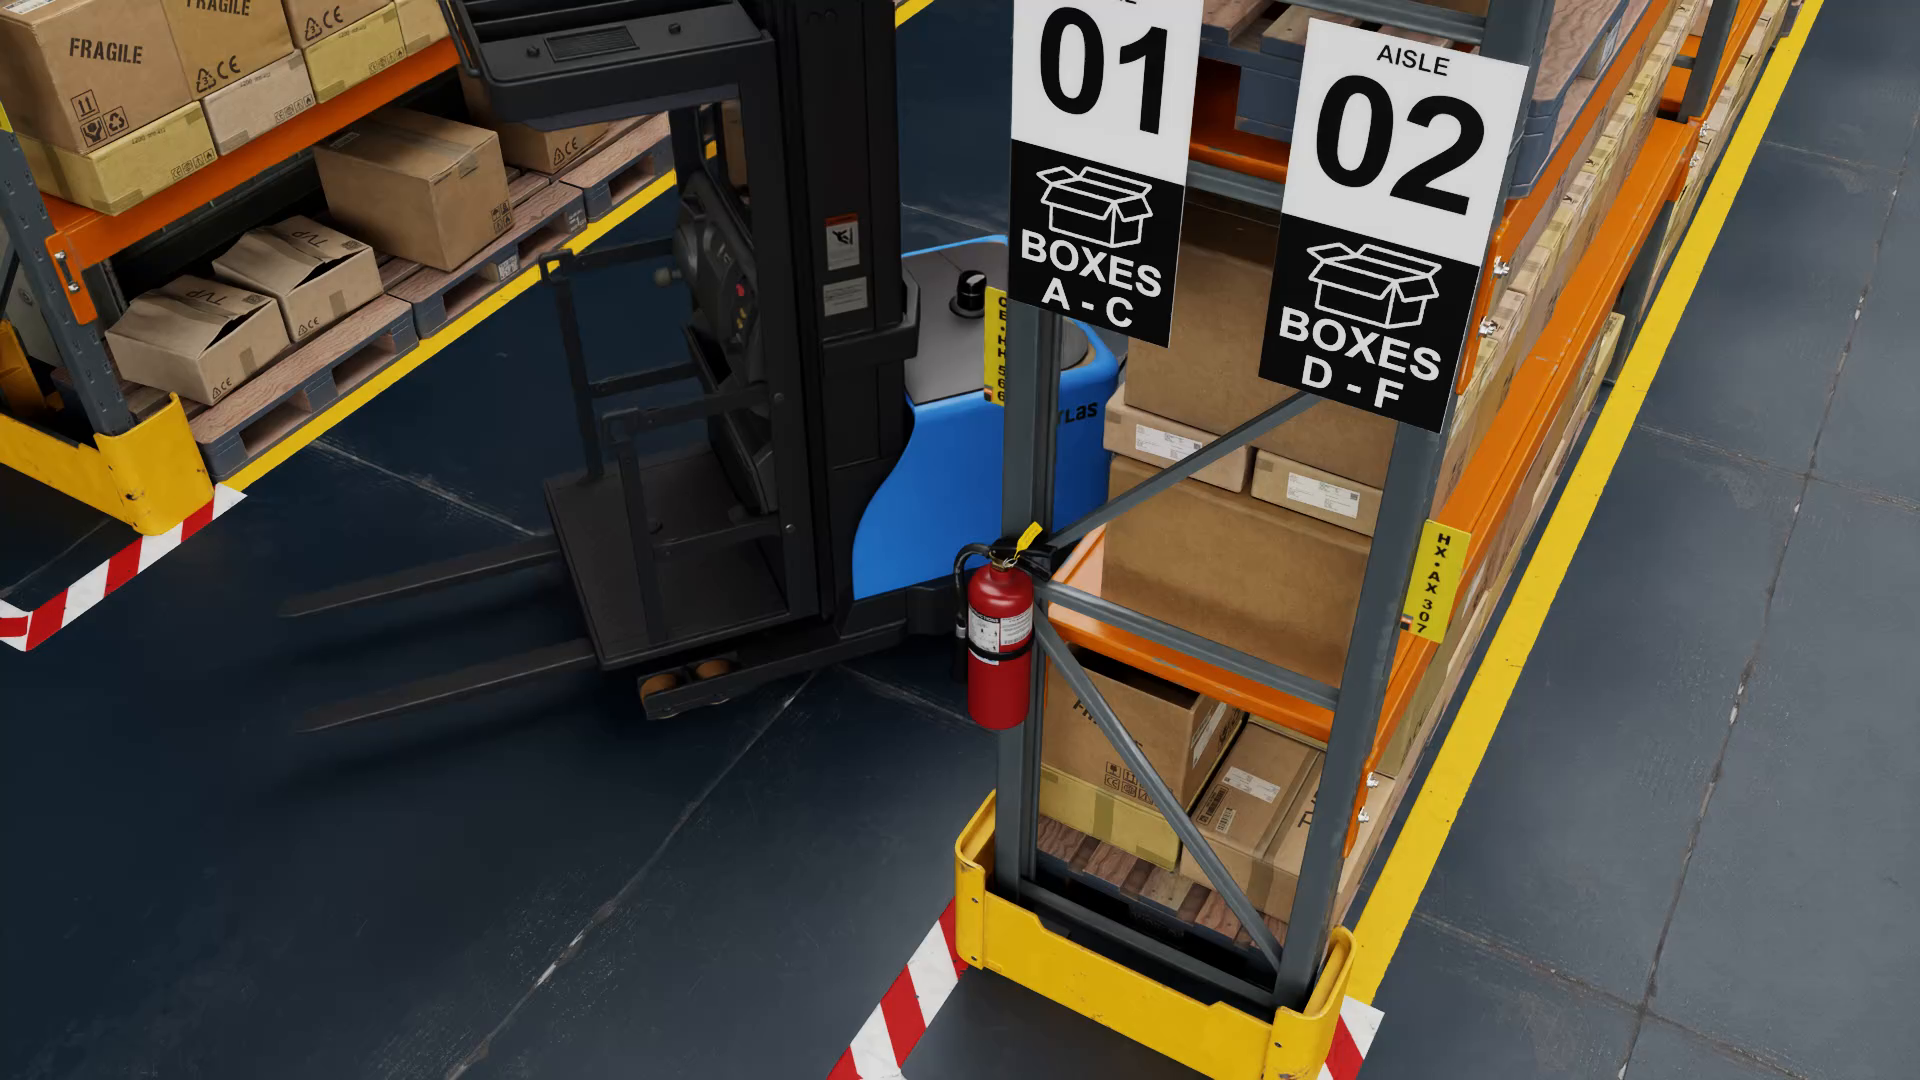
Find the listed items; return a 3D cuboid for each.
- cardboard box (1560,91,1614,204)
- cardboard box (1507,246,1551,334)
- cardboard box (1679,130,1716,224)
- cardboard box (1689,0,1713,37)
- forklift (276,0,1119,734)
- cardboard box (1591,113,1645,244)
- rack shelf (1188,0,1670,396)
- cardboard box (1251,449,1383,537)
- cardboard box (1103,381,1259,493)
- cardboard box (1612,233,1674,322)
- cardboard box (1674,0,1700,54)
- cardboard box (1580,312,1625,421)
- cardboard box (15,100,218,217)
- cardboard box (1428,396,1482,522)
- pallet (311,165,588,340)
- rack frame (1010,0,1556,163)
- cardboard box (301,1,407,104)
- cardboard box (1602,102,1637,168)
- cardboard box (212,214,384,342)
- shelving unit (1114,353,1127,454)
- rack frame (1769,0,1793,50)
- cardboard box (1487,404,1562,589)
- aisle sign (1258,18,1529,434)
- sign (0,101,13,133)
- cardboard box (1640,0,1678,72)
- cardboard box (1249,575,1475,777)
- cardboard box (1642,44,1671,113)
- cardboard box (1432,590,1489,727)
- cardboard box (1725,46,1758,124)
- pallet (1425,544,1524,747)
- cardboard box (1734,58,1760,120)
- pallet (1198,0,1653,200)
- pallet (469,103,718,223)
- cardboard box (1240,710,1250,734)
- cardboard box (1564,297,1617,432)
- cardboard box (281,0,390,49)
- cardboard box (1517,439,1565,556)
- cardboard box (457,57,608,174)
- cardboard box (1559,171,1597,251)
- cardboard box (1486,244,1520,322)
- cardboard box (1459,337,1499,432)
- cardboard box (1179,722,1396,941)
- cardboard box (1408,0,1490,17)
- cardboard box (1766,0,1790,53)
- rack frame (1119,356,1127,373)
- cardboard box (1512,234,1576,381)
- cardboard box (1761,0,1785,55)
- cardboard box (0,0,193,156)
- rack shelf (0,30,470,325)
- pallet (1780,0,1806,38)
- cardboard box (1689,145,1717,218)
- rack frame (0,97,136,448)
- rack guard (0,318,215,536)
[{"bbox_3d":[1.597,-1.434,5.051,0.700,0.500,0.500,21,46,22],"label":"cardboard box"},{"bbox_3d":[1.464,-0.763,4.781,0.380,0.149,0.250,19,45,21],"label":"cardboard box"},{"bbox_3d":[3.245,-1.802,7.865,0.500,0.311,0.500,20,45,22],"label":"cardboard box"},{"bbox_3d":[3.188,-2.372,7.364,0.380,0.149,0.250,21,45,22],"label":"cardboard box"},{"bbox_3d":[-0.992,-0.851,5.498,3.031,2.935,1.130,-15,43,-16],"label":"forklift"},{"bbox_3d":[2.092,-1.504,6.113,0.700,0.500,0.500,20,45,22],"label":"cardboard box"},{"bbox_3d":[1.566,-1.738,4.729,1.077,0.370,4.000,21,45,22],"label":"rack shelf"},{"bbox_3d":[0.948,-0.172,4.109,0.380,0.149,0.250,21,45,22],"label":"cardboard box"},{"bbox_3d":[0.592,-0.300,4.255,0.380,0.149,0.250,20,45,21],"label":"cardboard box"},{"bbox_3d":[2.983,-1.301,7.721,0.500,0.250,0.500,20,45,21],"label":"cardboard box"},{"bbox_3d":[2.491,-1.940,6.117,0.380,0.149,0.250,20,45,21],"label":"cardboard box"},{"bbox_3d":[2.524,-0.815,7.168,0.500,0.250,0.500,21,45,22],"label":"cardboard box"},{"bbox_3d":[-3.206,-1.499,6.281,0.500,0.250,0.500,20,45,21],"label":"cardboard box"},{"bbox_3d":[1.069,-0.340,4.791,0.700,0.500,0.500,22,46,23],"label":"cardboard box"},{"bbox_3d":[-2.639,-1.520,8.316,1.003,0.211,1.213,21,45,22],"label":"pallet"},{"bbox_3d":[0.565,-1.989,2.200,1.000,3.000,0.127,21,45,22],"label":"rack frame"},{"bbox_3d":[-2.699,-2.091,6.953,0.500,0.250,0.500,20,45,21],"label":"cardboard box"},{"bbox_3d":[1.980,-1.355,5.453,0.380,0.149,0.250,22,46,23],"label":"cardboard box"},{"bbox_3d":[-3.016,-1.222,7.570,0.500,0.311,0.500,25,47,25],"label":"cardboard box"},{"bbox_3d":[0.720,-0.977,6.271,0.503,2.100,0.431,-31,50,-30],"label":"shelving unit"},{"bbox_3d":[4.569,-4.315,9.381,1.000,3.000,0.127,21,45,22],"label":"rack frame"},{"bbox_3d":[1.779,-0.236,5.943,0.500,0.500,0.500,21,45,22],"label":"cardboard box"},{"bbox_3d":[0.798,-0.575,3.166,0.394,0.787,0.004,21,45,22],"label":"aisle sign"},{"bbox_3d":[-3.255,-1.520,5.551,0.100,0.325,0.005,21,45,22],"label":"sign"},{"bbox_3d":[2.099,-2.006,5.700,0.700,0.500,0.500,21,45,22],"label":"cardboard box"},{"bbox_3d":[1.275,0.335,5.295,0.500,0.500,0.500,21,45,22],"label":"cardboard box"},{"bbox_3d":[2.232,-1.639,5.775,0.380,0.149,0.250,21,45,22],"label":"cardboard box"},{"bbox_3d":[1.524,0.330,5.868,0.500,0.250,0.500,21,45,22],"label":"cardboard box"},{"bbox_3d":[3.758,-2.397,8.541,0.500,0.311,0.500,22,46,23],"label":"cardboard box"},{"bbox_3d":[1.523,0.162,6.406,1.003,0.211,1.213,21,45,22],"label":"pallet"},{"bbox_3d":[4.008,-2.477,9.055,0.500,0.250,0.500,22,46,23],"label":"cardboard box"},{"bbox_3d":[0.942,-1.226,3.670,1.003,0.211,1.213,21,45,22],"label":"pallet"},{"bbox_3d":[-2.029,-2.220,9.112,1.003,0.211,1.213,21,45,22],"label":"pallet"},{"bbox_3d":[0.818,0.442,5.741,0.500,0.250,0.500,21,45,22],"label":"cardboard box"},{"bbox_3d":[2.264,-0.814,6.600,0.500,0.500,0.500,21,45,22],"label":"cardboard box"},{"bbox_3d":[-2.706,-2.353,6.684,0.500,0.500,0.500,19,45,21],"label":"cardboard box"},{"bbox_3d":[2.028,-0.241,6.517,0.500,0.250,0.500,21,45,22],"label":"cardboard box"},{"bbox_3d":[-2.208,-2.283,8.631,0.500,0.500,0.500,18,44,19],"label":"cardboard box"},{"bbox_3d":[1.718,-1.051,5.108,0.380,0.149,0.250,21,46,22],"label":"cardboard box"},{"bbox_3d":[1.095,-0.858,4.398,0.700,0.500,0.500,20,45,21],"label":"cardboard box"},{"bbox_3d":[1.204,-0.466,4.443,0.380,0.149,0.250,21,46,22],"label":"cardboard box"},{"bbox_3d":[1.026,0.903,5.218,0.500,0.250,0.500,21,45,22],"label":"cardboard box"},{"bbox_3d":[0.857,-1.440,3.344,0.797,0.503,0.637,24,47,25],"label":"cardboard box"},{"bbox_3d":[4.517,-3.059,9.717,0.500,0.250,0.500,22,46,23],"label":"cardboard box"},{"bbox_3d":[0.540,-0.869,6.148,0.015,2.100,0.400,-31,50,-30],"label":"rack frame"},{"bbox_3d":[1.582,-0.925,5.455,0.700,0.500,0.500,22,46,23],"label":"cardboard box"},{"bbox_3d":[4.265,-2.971,9.192,0.500,0.311,0.500,20,45,21],"label":"cardboard box"},{"bbox_3d":[-3.226,-1.780,6.033,0.500,0.500,0.500,21,46,22],"label":"cardboard box"},{"bbox_3d":[-2.724,-2.248,7.578,1.077,0.370,4.000,21,45,22],"label":"rack shelf"},{"bbox_3d":[4.975,-3.684,10.773,1.003,0.211,1.213,21,45,22],"label":"pallet"},{"bbox_3d":[3.497,-1.891,8.390,0.500,0.250,0.500,20,45,21],"label":"cardboard box"},{"bbox_3d":[-3.725,-1.374,6.041,1.000,3.000,0.127,21,45,22],"label":"rack frame"},{"bbox_3d":[-3.687,-0.479,6.916,1.175,0.500,0.348,21,45,22],"label":"rack guard"}]
